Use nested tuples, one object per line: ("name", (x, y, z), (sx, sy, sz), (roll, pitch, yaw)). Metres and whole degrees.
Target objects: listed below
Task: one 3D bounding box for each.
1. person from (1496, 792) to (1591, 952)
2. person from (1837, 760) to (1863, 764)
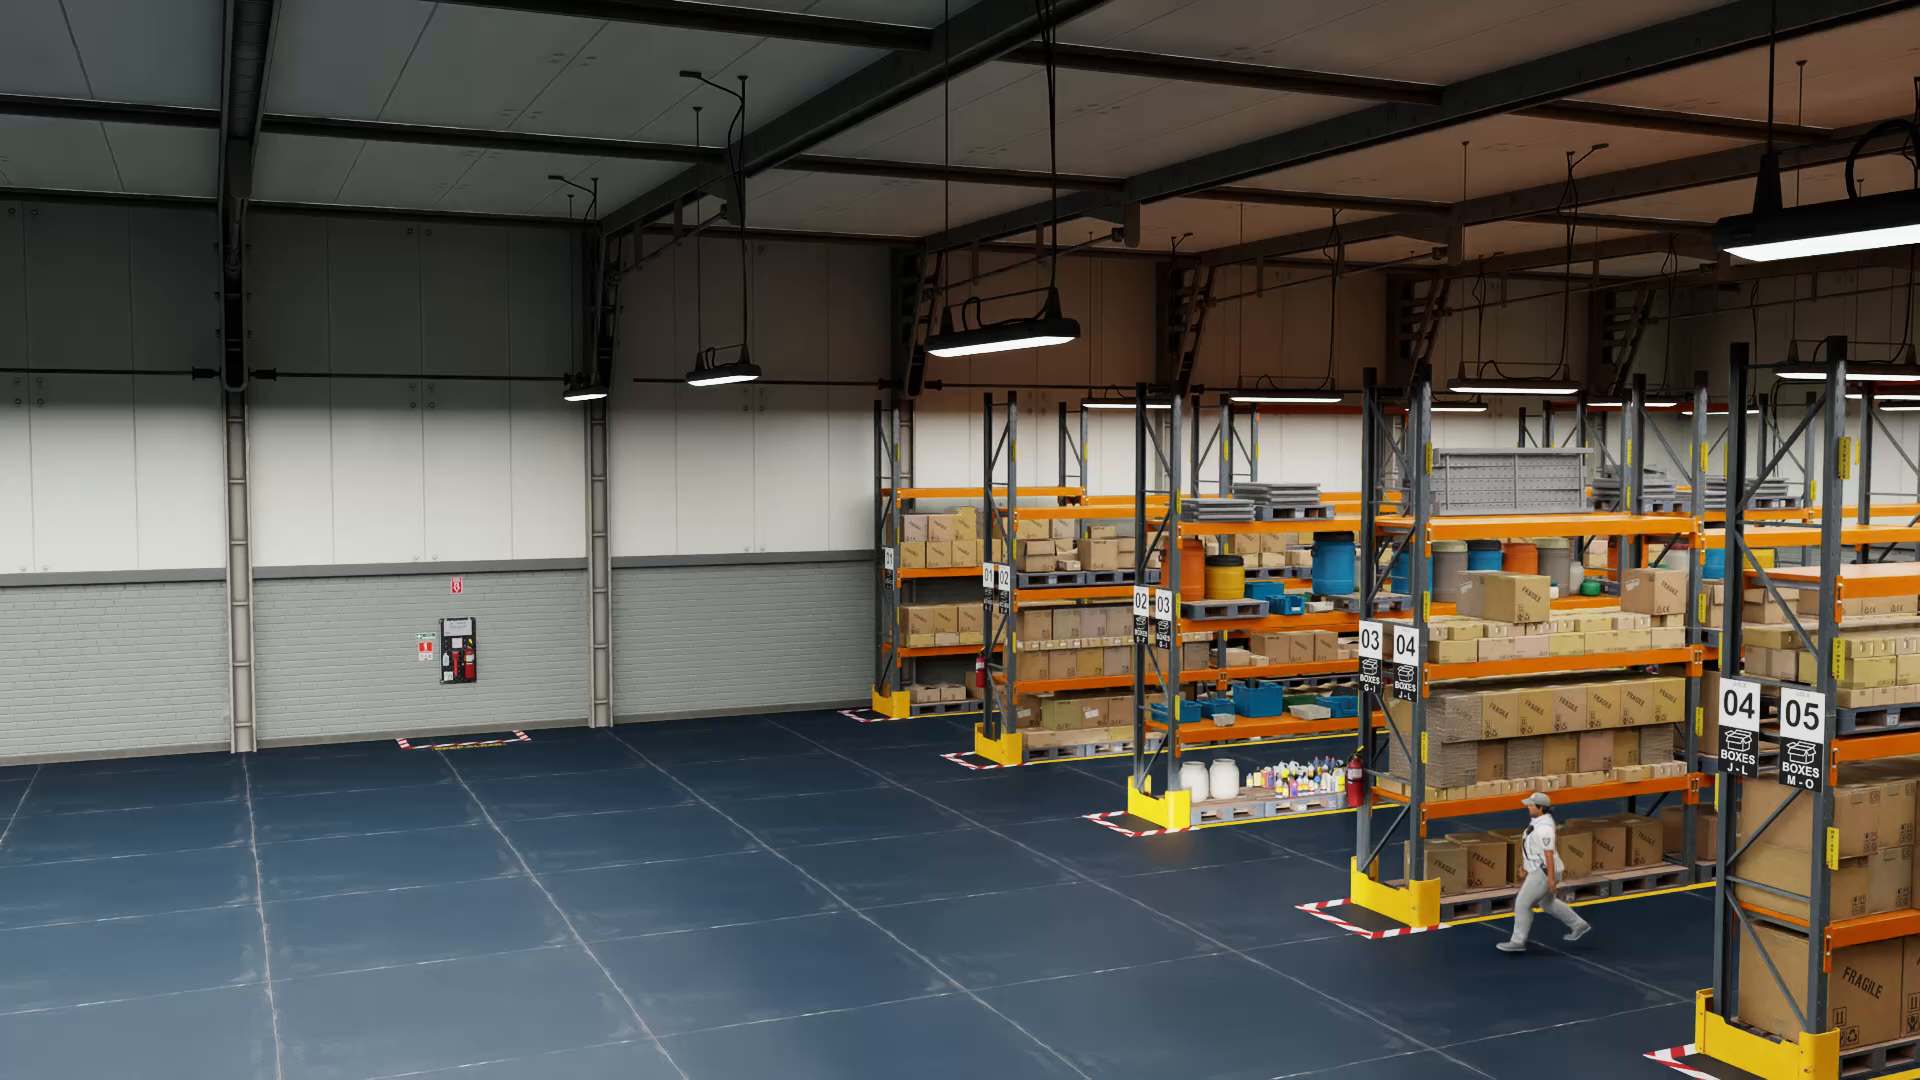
("person", (5.950, 3.355, 16.891), (1.006, 1.607, 0.533), (0, 3, 3))
("person", (10.302, 3.164, 19.183), (0.608, 1.776, 0.618), (-1, 4, -21))
